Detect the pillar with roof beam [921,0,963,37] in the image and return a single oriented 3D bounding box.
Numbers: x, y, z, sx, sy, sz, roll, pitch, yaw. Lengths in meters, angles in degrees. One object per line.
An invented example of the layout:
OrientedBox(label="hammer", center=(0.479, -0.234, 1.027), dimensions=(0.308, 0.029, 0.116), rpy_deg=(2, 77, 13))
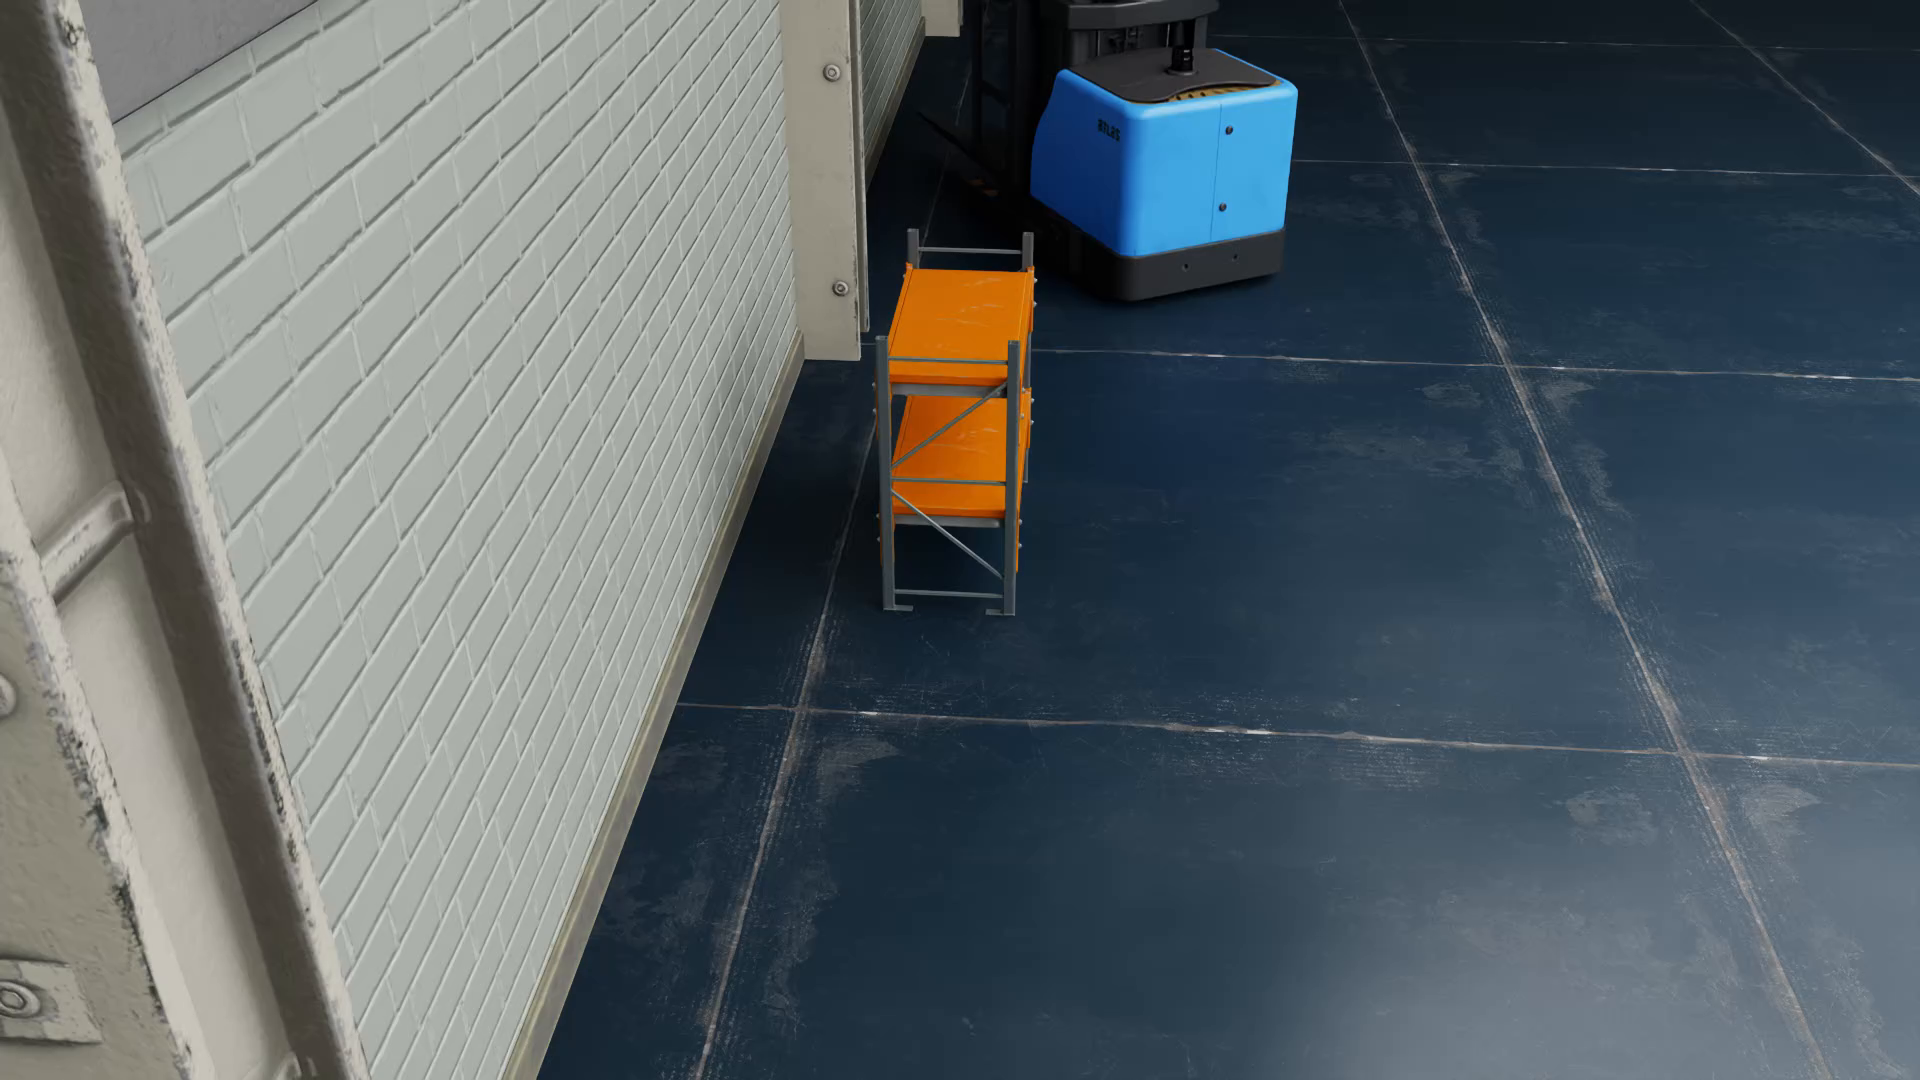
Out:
OrientedBox(label="pillar with roof beam", center=(4.146, -7.776, 10.790), dimensions=(9.100, 9.000, 0.400), rpy_deg=(2, 32, 4))

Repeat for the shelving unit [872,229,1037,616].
OrientedBox(label="shelving unit", center=(-0.001, -0.475, 6.449), dimensions=(0.538, 1.125, 1.048), rpy_deg=(2, 32, 4))

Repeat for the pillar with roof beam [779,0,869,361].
OrientedBox(label="pillar with roof beam", center=(3.658, -4.638, 5.699), dimensions=(9.100, 9.000, 0.400), rpy_deg=(2, 32, 4))

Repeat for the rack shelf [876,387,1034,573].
OrientedBox(label="rack shelf", center=(-0.001, -0.267, 6.577), dimensions=(0.538, 0.278, 1.000), rpy_deg=(2, 32, 4))

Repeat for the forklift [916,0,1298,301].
OrientedBox(label="forklift", center=(0.660, -3.243, 9.218), dimensions=(1.130, 2.935, 3.031), rpy_deg=(-14, 34, -21))

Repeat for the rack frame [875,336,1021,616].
OrientedBox(label="rack frame", center=(-0.042, -0.210, 6.018), dimensions=(0.500, 1.125, 0.032), rpy_deg=(2, 32, 4))

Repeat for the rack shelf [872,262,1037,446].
OrientedBox(label="rack shelf", center=(-0.001, -0.725, 6.296), dimensions=(0.538, 0.278, 1.000), rpy_deg=(2, 32, 4))

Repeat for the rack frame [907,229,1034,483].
OrientedBox(label="rack frame", center=(0.041, -0.741, 6.880), dimensions=(0.500, 1.125, 0.032), rpy_deg=(2, 32, 4))
